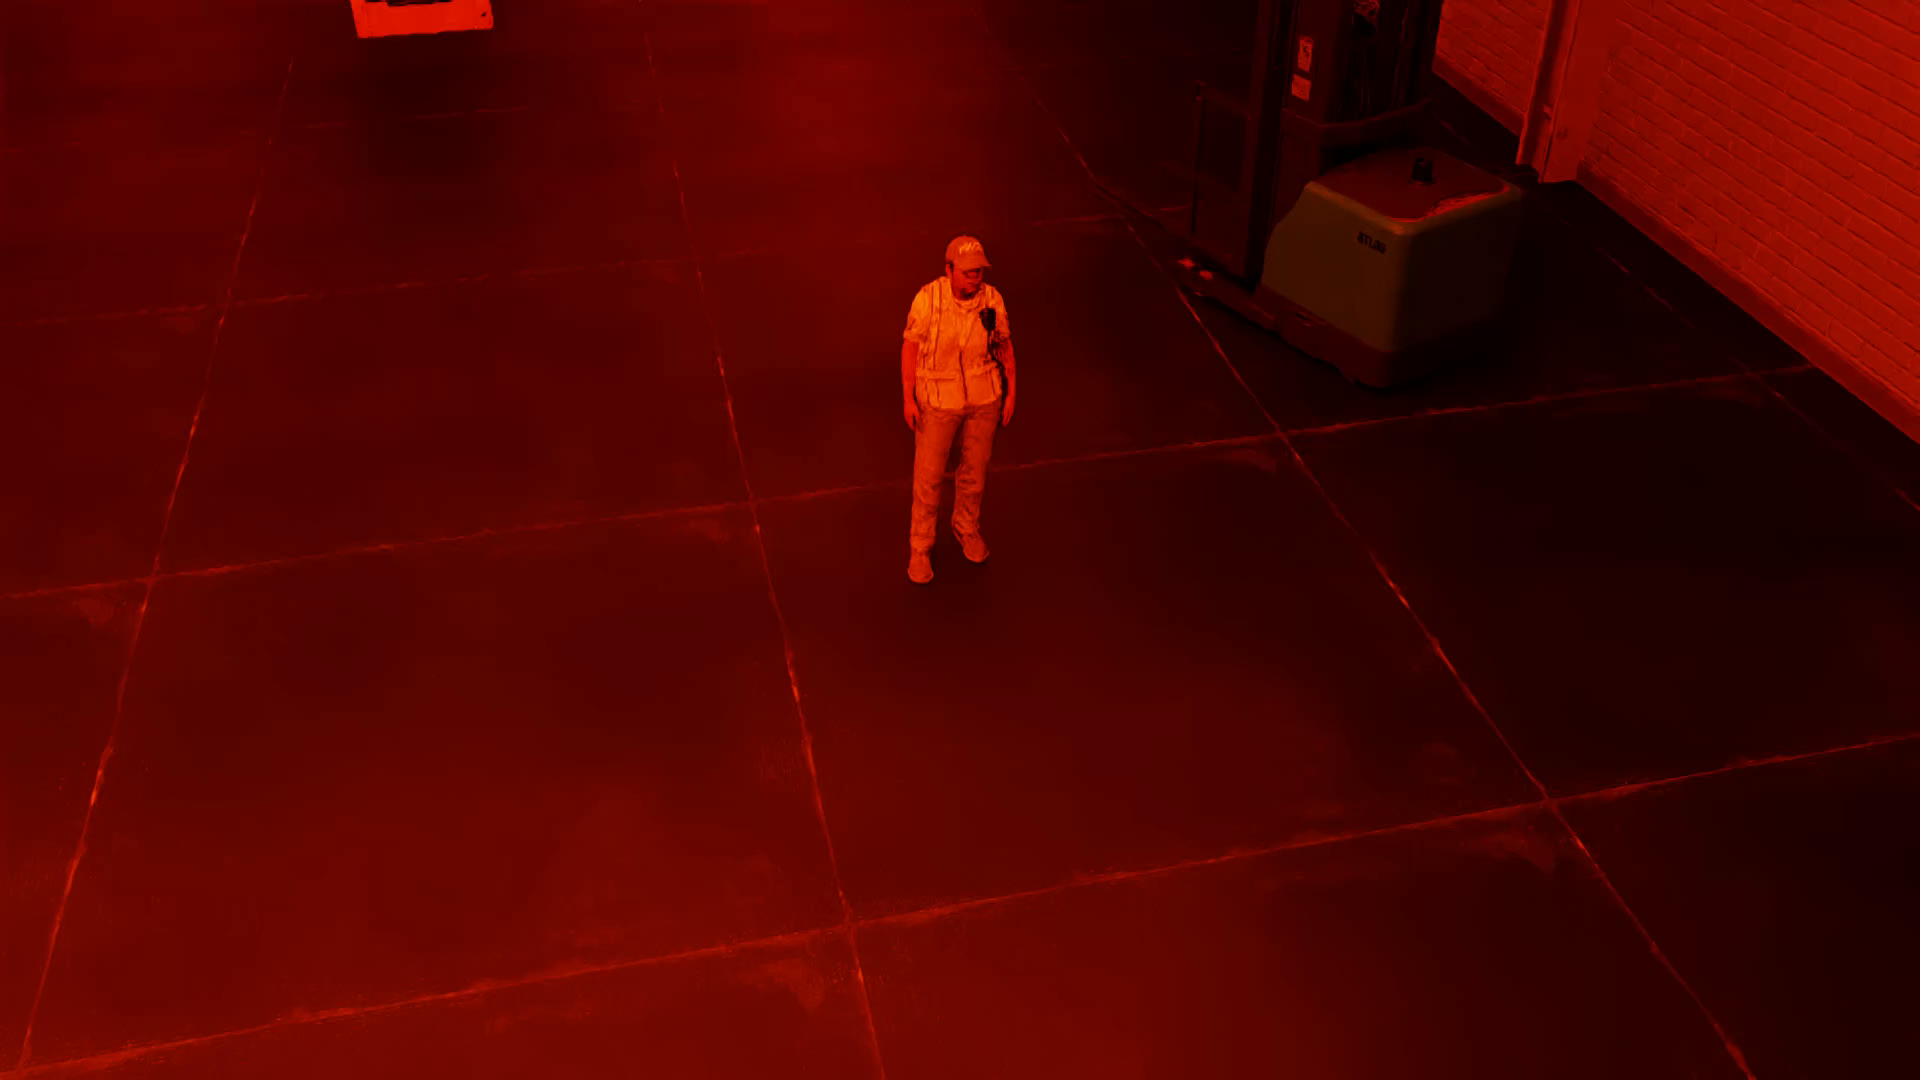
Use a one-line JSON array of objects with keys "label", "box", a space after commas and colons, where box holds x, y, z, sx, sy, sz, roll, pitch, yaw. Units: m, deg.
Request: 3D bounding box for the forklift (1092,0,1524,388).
[{"label": "forklift", "box": [2.033, -2.900, 10.079, 1.130, 2.935, 3.031, -21, 41, -26]}]

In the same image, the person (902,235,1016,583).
[{"label": "person", "box": [-0.005, -0.636, 8.004, 0.598, 1.669, 0.529, -8, 36, -11]}]
